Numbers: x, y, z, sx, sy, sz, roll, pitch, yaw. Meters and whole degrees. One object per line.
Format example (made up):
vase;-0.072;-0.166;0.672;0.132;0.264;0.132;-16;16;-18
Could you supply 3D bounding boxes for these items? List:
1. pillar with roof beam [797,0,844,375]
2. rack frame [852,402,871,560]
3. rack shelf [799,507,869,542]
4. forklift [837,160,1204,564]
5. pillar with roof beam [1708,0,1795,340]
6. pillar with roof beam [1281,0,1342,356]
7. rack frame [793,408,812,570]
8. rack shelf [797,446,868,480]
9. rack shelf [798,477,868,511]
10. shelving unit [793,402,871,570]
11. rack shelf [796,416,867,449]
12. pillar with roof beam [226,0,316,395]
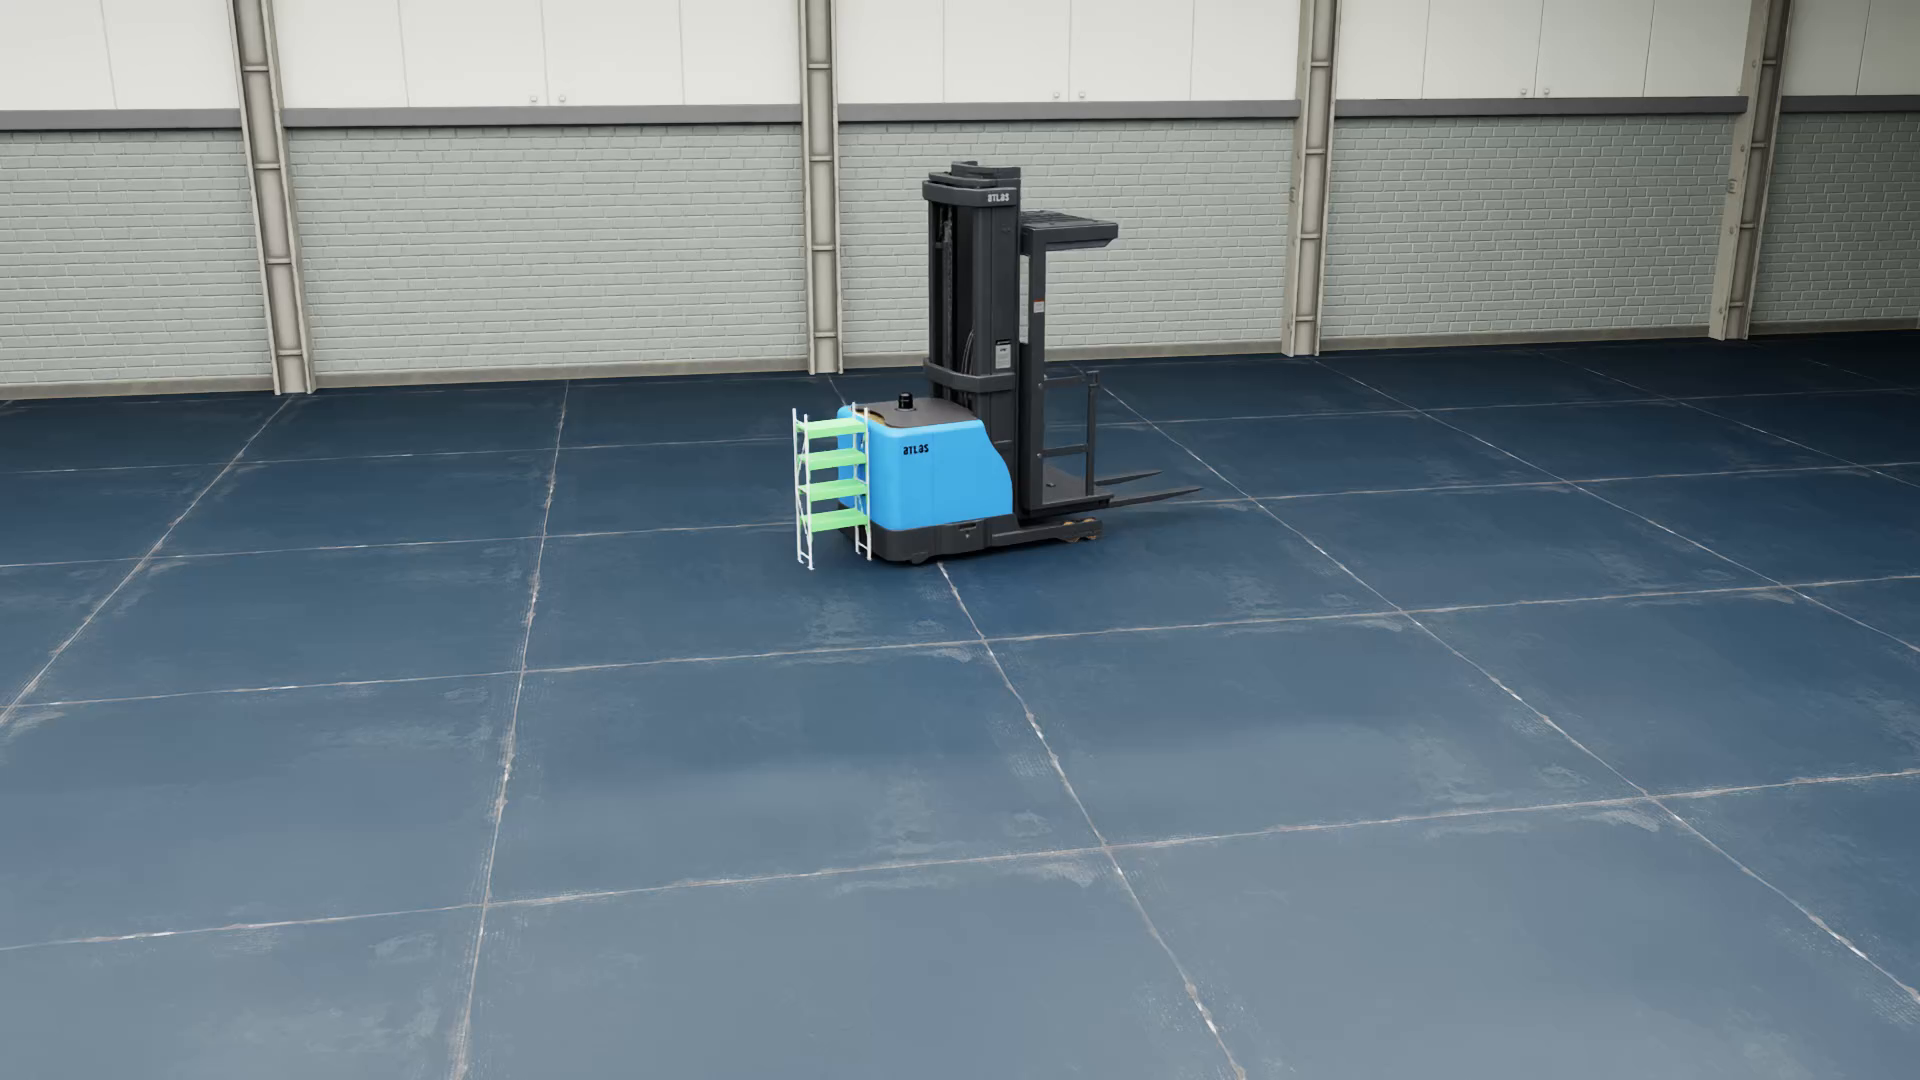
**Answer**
pillar with roof beam;-0.792;-5.075;14.509;0.400;9.000;9.100;-3;17;-10
rack frame;-0.752;-0.448;12.717;0.015;1.200;0.240;-9;19;-27
rack shelf;-0.966;-0.123;12.698;0.480;0.148;0.258;-9;19;-27
forklift;0.567;-1.506;13.222;3.031;2.935;1.130;-9;19;-27
pillar with roof beam;10.990;-5.744;16.685;0.400;9.000;9.100;-3;17;-10
pillar with roof beam;5.099;-5.409;15.597;0.400;9.000;9.100;-3;17;-10
rack frame;-1.183;-0.378;12.499;0.015;1.200;0.240;-9;19;-27
rack shelf;-0.969;-0.581;12.555;0.480;0.148;0.258;-9;19;-27
rack shelf;-0.967;-0.352;12.627;0.480;0.148;0.258;-9;19;-27
shelving unit;-0.968;-0.413;12.608;0.503;1.200;0.258;-9;19;-27
rack shelf;-0.970;-0.810;12.484;0.480;0.148;0.258;-9;19;-27
pillar with roof beam;-6.683;-4.741;13.421;0.400;9.000;9.100;-3;17;-10
